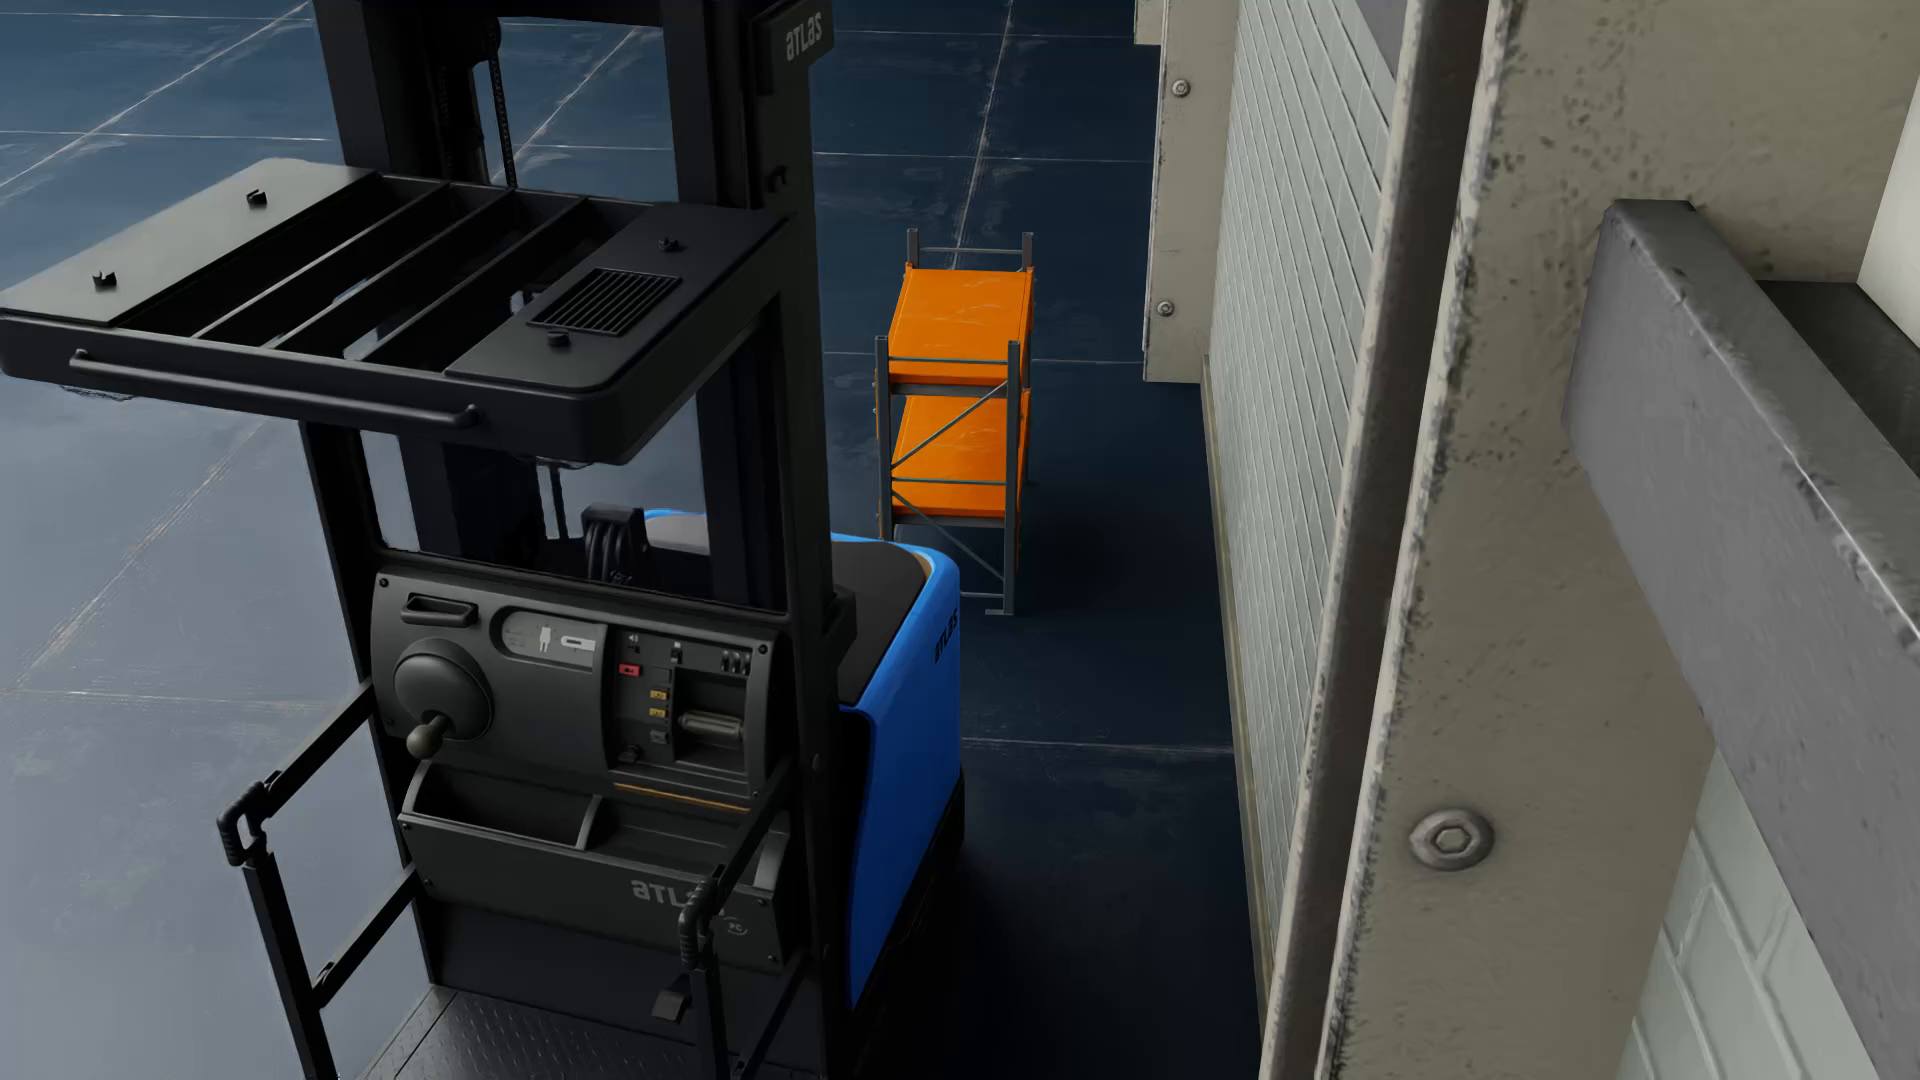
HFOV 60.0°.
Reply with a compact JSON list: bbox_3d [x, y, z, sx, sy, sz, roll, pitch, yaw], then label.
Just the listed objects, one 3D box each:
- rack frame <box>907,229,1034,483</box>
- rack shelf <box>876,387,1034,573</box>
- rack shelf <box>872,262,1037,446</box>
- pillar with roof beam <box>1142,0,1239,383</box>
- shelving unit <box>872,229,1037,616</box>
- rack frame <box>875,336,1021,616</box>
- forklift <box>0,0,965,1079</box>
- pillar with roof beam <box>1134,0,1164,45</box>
[{"bbox_3d":[0.041,-0.741,6.880,0.500,1.125,0.032,2,32,4],"label":"rack frame"},{"bbox_3d":[-0.001,-0.267,6.577,0.538,0.278,1.000,2,32,4],"label":"rack shelf"},{"bbox_3d":[-0.001,-0.725,6.296,0.538,0.278,1.000,2,32,4],"label":"rack shelf"},{"bbox_3d":[-3.240,-4.875,6.083,9.100,9.000,0.400,2,32,4],"label":"pillar with roof beam"},{"bbox_3d":[-0.001,-0.475,6.449,0.538,1.125,1.048,2,32,4],"label":"shelving unit"},{"bbox_3d":[-0.042,-0.210,6.018,0.500,1.125,0.032,2,32,4],"label":"rack frame"},{"bbox_3d":[-0.890,0.367,3.361,1.130,2.935,3.031,9,33,14],"label":"forklift"},{"bbox_3d":[-2.751,-8.012,11.174,9.100,9.000,0.400,2,32,4],"label":"pillar with roof beam"}]
